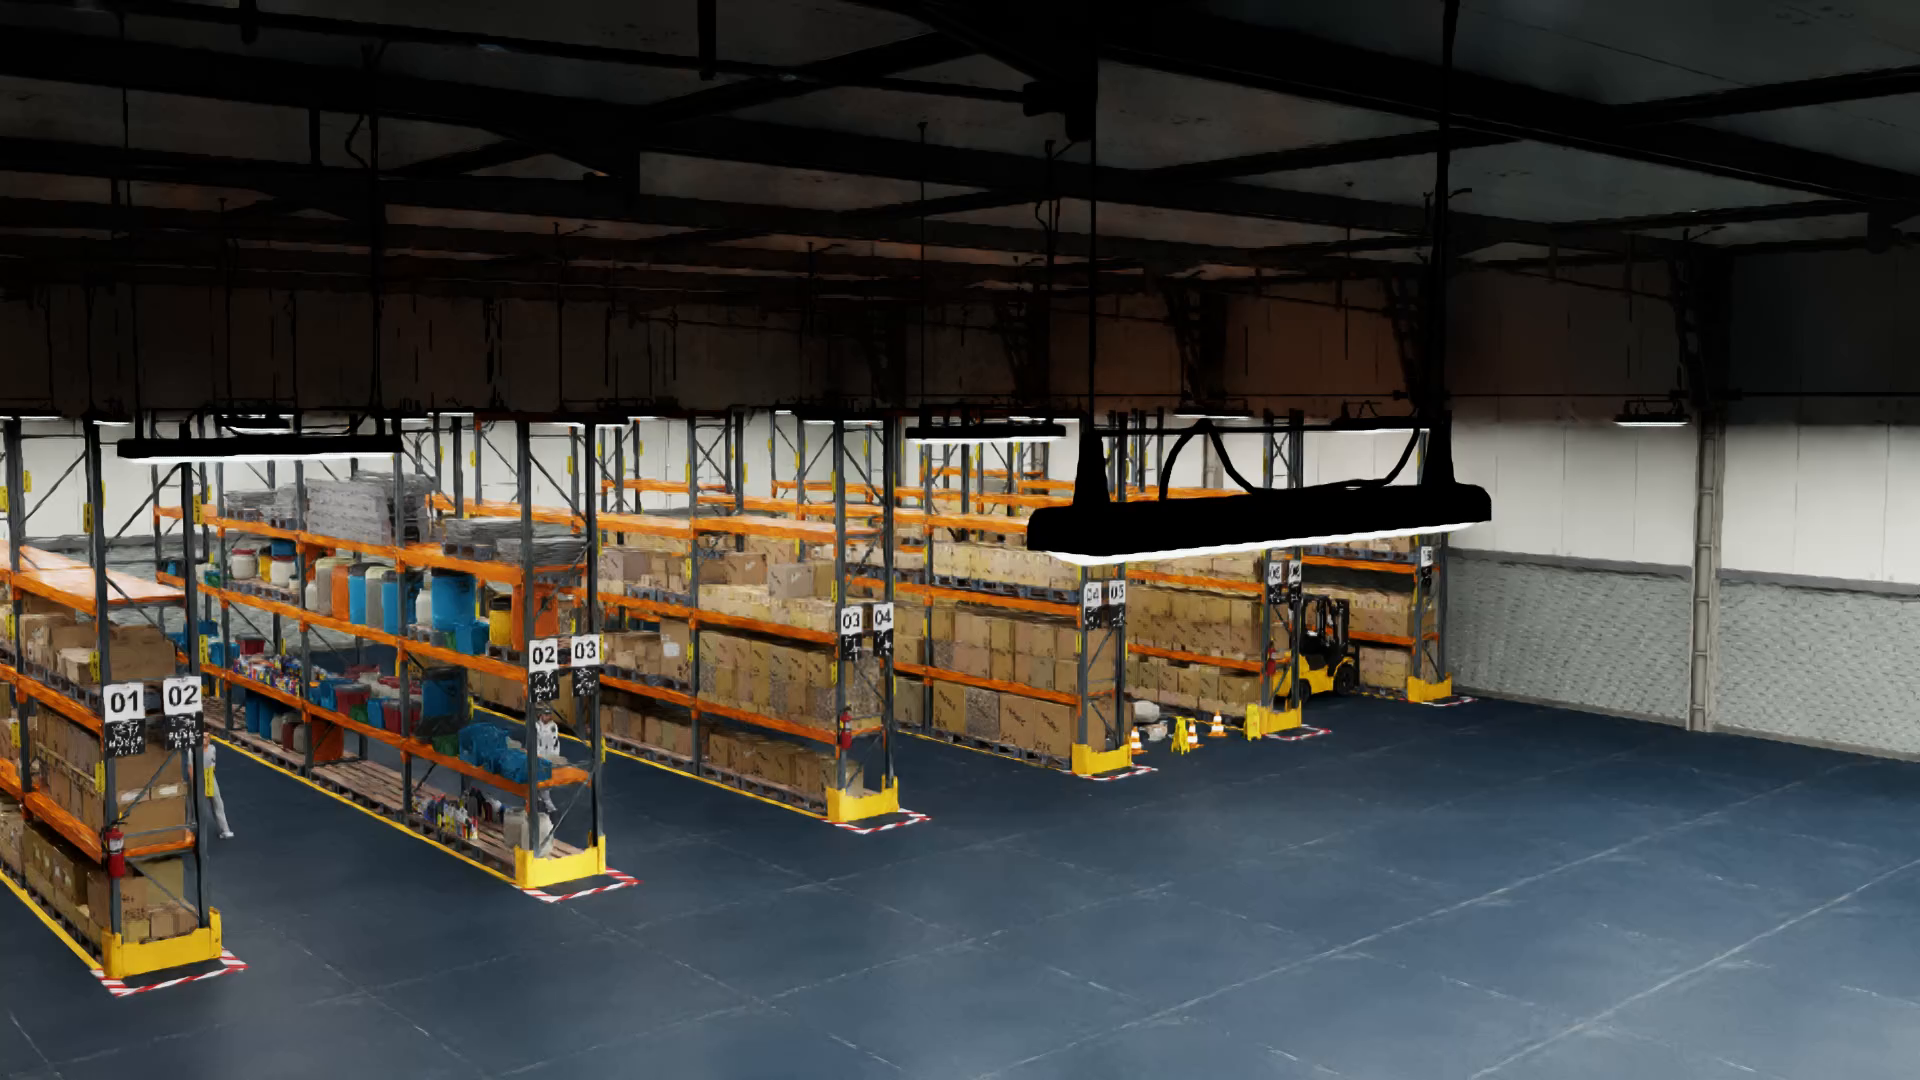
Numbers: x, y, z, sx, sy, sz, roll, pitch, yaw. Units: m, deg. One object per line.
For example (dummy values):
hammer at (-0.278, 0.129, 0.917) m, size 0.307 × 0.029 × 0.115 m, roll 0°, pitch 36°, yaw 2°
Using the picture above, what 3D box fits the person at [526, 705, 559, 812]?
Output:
person at (-6.331, 3.290, 25.374) m, size 0.488 × 1.590 × 1.071 m, roll -5°, pitch 7°, yaw -43°

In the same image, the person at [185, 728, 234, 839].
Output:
person at (-10.766, 3.443, 23.650) m, size 1.072 × 1.588 × 0.466 m, roll 4°, pitch 7°, yaw 40°

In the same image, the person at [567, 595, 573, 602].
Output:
person at (-9.069, 2.088, 38.592) m, size 0.702 × 1.734 × 0.548 m, roll -5°, pitch 7°, yaw -43°
